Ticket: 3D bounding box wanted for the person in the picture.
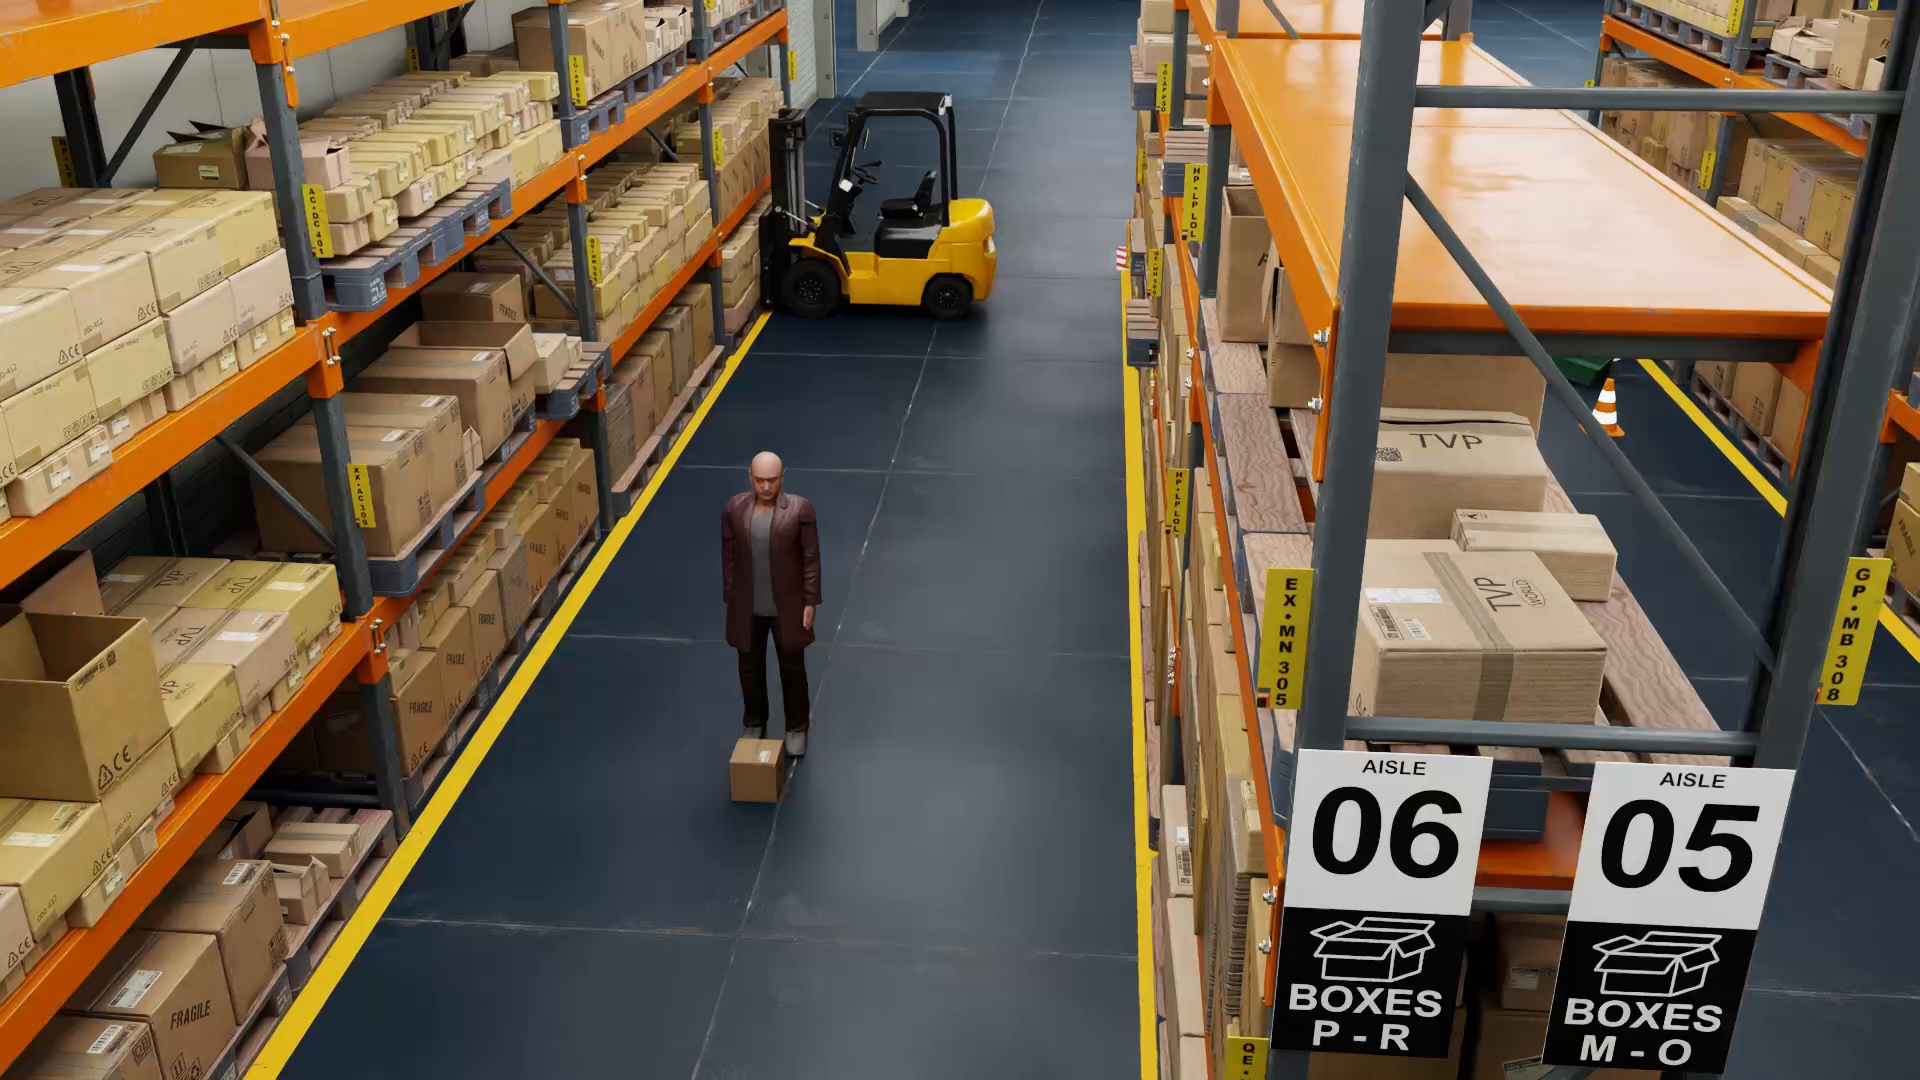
[{"bbox_3d":[-1.046,0.359,9.243,0.562,1.776,0.390,2,24,5],"label":"person"}]
